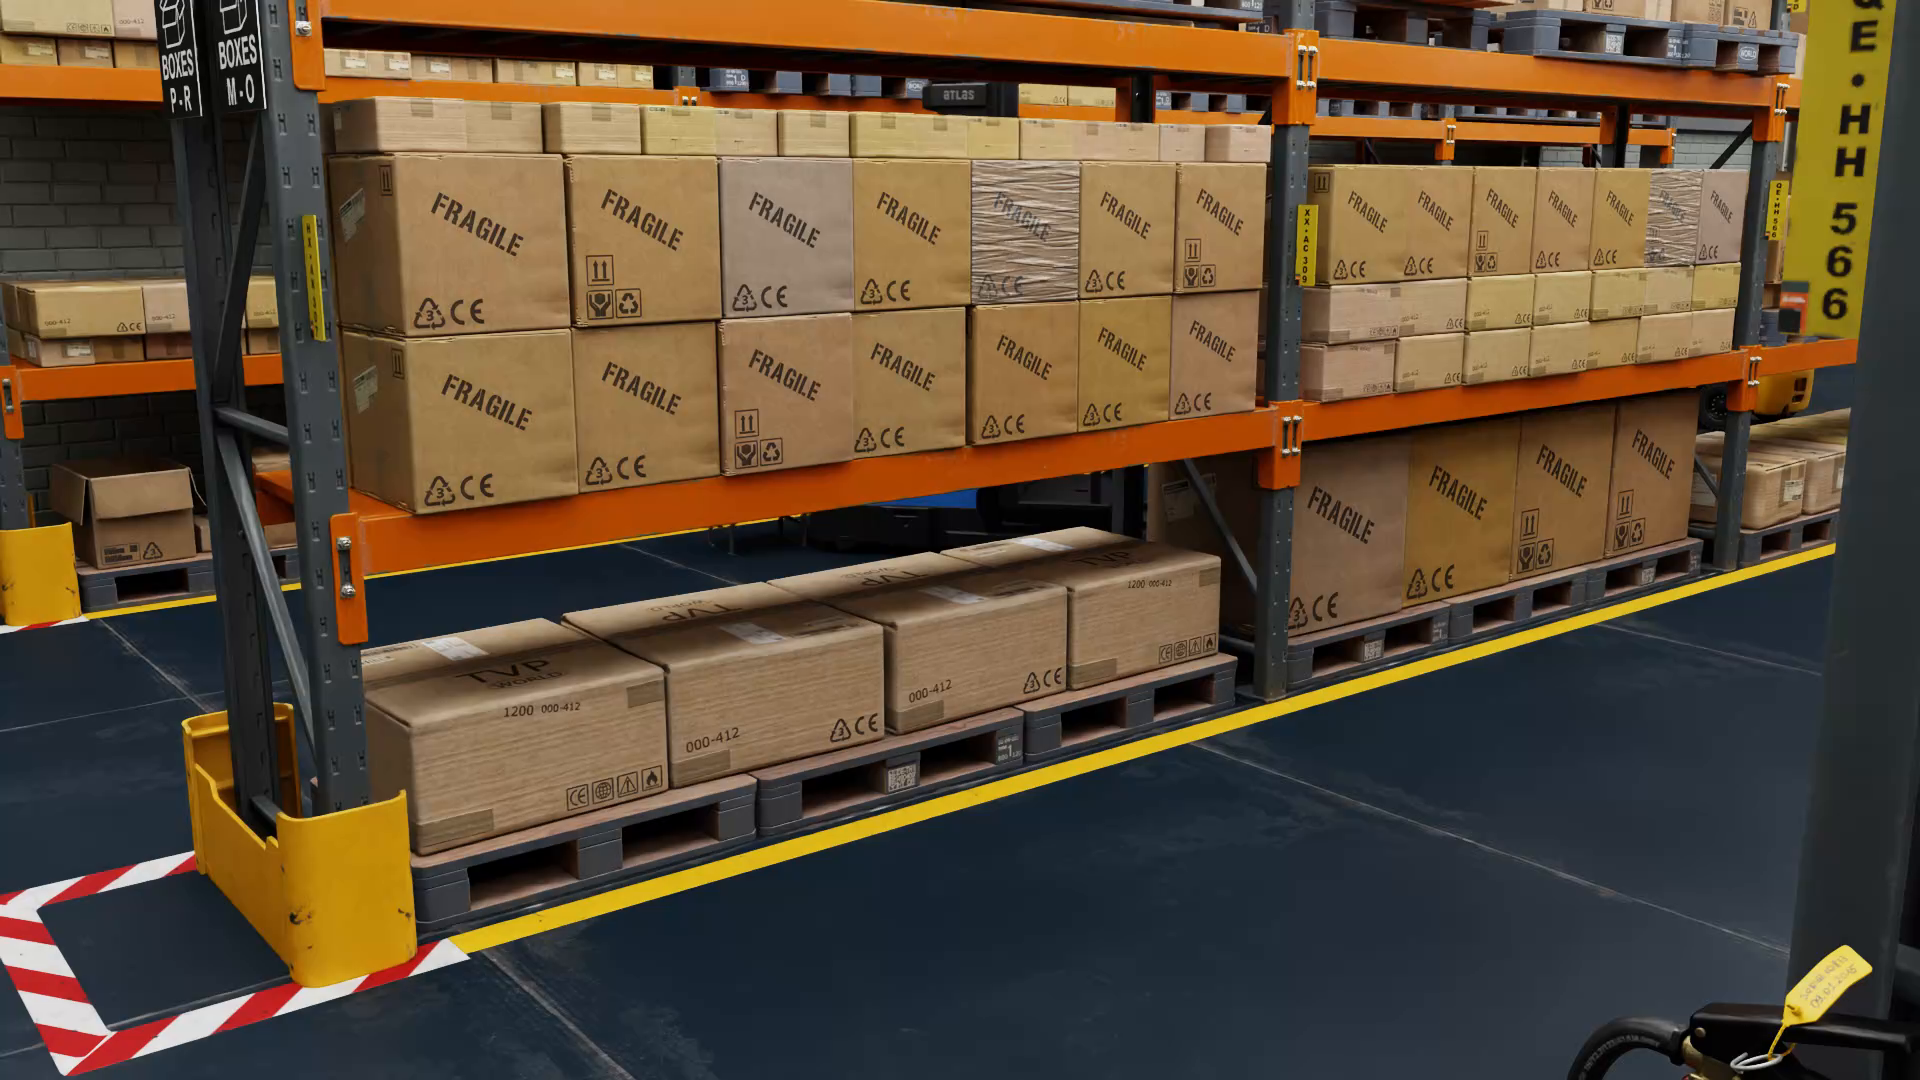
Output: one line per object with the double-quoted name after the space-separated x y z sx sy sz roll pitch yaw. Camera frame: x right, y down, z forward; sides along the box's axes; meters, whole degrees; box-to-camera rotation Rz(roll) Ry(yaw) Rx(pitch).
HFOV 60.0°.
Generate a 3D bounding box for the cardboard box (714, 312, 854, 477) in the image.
-0.707 -0.517 5.603 0.500 0.500 0.500 -10 15 -38 "cardboard box"

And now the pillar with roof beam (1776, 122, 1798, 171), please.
13.610 -6.271 18.497 0.400 9.000 9.100 -9 15 -38 "pillar with roof beam"

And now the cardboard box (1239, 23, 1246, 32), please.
2.145 -4.069 13.855 0.500 0.500 0.700 -10 15 -39 "cardboard box"

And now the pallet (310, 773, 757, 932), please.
-1.472 0.928 5.750 1.213 0.211 1.003 -9 15 -38 "pallet"

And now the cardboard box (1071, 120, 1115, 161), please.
0.373 -1.519 6.352 0.250 0.149 0.380 -10 15 -38 "cardboard box"

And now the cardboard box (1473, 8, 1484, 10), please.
2.459 -2.667 8.296 0.250 0.166 0.380 -8 14 -33 "cardboard box"

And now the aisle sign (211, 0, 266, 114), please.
-1.922 -1.535 4.377 0.004 0.787 0.394 -9 15 -38 "aisle sign"

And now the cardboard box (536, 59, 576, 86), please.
-2.532 -2.828 10.110 0.250 0.149 0.380 -9 15 -36 "cardboard box"

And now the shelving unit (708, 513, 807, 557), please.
-1.272 -0.988 10.225 0.503 2.100 0.431 -7 14 -29 "shelving unit"

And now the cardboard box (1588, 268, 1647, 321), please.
3.195 -1.288 8.630 0.500 0.250 0.500 -10 16 -39 "cardboard box"

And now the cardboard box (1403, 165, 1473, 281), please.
1.979 -1.458 7.624 0.500 0.500 0.500 -10 15 -38 "cardboard box"

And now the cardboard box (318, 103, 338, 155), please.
-1.892 -1.254 5.103 0.250 0.149 0.380 -9 15 -37 "cardboard box"

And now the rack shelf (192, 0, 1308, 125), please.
-0.486 -1.694 5.898 4.000 0.370 1.077 -9 15 -38 "rack shelf"

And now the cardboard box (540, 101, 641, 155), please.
-1.162 -1.237 5.022 0.250 0.149 0.380 -9 15 -36 "cardboard box"

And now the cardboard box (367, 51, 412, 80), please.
-3.308 -2.689 9.452 0.250 0.149 0.380 -9 15 -37 "cardboard box"

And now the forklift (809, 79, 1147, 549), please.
0.632 -1.411 10.219 3.031 2.935 1.130 2 12 9 "forklift"

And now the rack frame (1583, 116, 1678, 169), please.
7.343 -3.200 18.479 0.127 3.000 1.000 -9 15 -38 "rack frame"

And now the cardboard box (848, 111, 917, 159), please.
-0.360 -1.370 5.652 0.250 0.149 0.380 -10 16 -39 "cardboard box"

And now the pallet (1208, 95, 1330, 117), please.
2.441 -3.785 14.467 1.213 0.211 1.003 -9 15 -35 "pallet"

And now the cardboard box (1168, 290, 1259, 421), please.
0.874 -0.786 6.868 0.500 0.500 0.500 -9 15 -37 "cardboard box"

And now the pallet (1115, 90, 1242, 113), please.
1.570 -3.640 13.781 1.003 0.211 1.213 -9 15 -35 "pallet"

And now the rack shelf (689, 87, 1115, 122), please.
-0.466 -3.018 12.131 4.000 0.370 1.077 -9 15 -38 "rack shelf"

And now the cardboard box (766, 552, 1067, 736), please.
-0.180 0.390 6.730 0.875 0.438 0.875 -10 16 -39 "cardboard box"

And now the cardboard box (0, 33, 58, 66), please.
-4.757 -2.472 8.433 0.250 0.149 0.380 -9 15 -36 "cardboard box"

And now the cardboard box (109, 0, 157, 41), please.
-4.250 -2.746 8.763 0.500 0.250 0.500 -9 15 -37 "cardboard box"

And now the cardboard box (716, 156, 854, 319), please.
-0.698 -1.010 5.515 0.500 0.500 0.500 -10 15 -38 "cardboard box"

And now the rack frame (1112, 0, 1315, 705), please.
1.076 -0.839 7.357 0.127 3.000 1.000 -9 15 -38 "rack frame"

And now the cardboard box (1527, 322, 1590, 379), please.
2.794 -0.974 8.356 0.500 0.250 0.500 -10 15 -39 "cardboard box"

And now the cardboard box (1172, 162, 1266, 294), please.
0.880 -1.271 6.743 0.500 0.500 0.500 -10 15 -38 "cardboard box"

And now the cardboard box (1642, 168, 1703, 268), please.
3.564 -1.718 8.851 0.500 0.500 0.500 -9 15 -37 "cardboard box"

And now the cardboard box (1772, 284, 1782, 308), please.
4.811 -1.483 9.987 0.250 0.149 0.380 -11 16 -41 "cardboard box"

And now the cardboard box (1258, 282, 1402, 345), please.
1.596 -1.021 7.374 0.500 0.250 0.500 -10 16 -39 "cardboard box"

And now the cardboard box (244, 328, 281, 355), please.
-3.930 -1.138 9.371 0.250 0.149 0.380 -9 15 -37 "cardboard box"

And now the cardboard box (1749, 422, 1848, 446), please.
5.814 -0.544 11.284 0.625 0.372 0.950 -9 15 -36 "cardboard box"

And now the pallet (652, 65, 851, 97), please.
-1.475 -3.092 11.199 1.003 0.211 1.213 -9 15 -38 "pallet"

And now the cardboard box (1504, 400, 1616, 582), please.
2.909 -0.333 9.078 0.875 0.875 0.875 -9 15 -37 "cardboard box"

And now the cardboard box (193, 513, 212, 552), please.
-4.258 -0.048 9.485 0.250 0.149 0.380 -10 16 -40 "cardboard box"

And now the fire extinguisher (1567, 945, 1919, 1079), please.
0.639 0.648 1.438 0.183 0.674 0.296 -9 15 -38 "fire extinguisher"

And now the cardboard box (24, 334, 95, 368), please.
-4.723 -0.999 8.719 0.250 0.149 0.380 -10 15 -38 "cardboard box"

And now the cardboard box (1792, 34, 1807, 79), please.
4.751 -2.806 9.722 0.258 0.266 0.396 -9 15 -38 "cardboard box"

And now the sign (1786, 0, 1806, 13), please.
4.540 -3.025 8.999 0.005 0.325 0.100 -9 15 -38 "sign"

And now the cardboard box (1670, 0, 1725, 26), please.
3.545 -2.920 8.685 0.500 0.500 0.700 -10 16 -40 "cardboard box"

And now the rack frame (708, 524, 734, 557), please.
-1.485 -0.963 10.108 0.015 2.100 0.400 -7 14 -29 "rack frame"

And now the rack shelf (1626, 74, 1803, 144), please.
5.761 -2.733 10.786 4.000 0.370 1.077 -9 15 -38 "rack shelf"

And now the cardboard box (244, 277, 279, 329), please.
-3.841 -1.343 9.378 0.500 0.250 0.500 -10 15 -39 "cardboard box"

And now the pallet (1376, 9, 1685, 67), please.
2.858 -2.495 8.389 1.213 0.211 1.003 -9 15 -35 "pallet"
